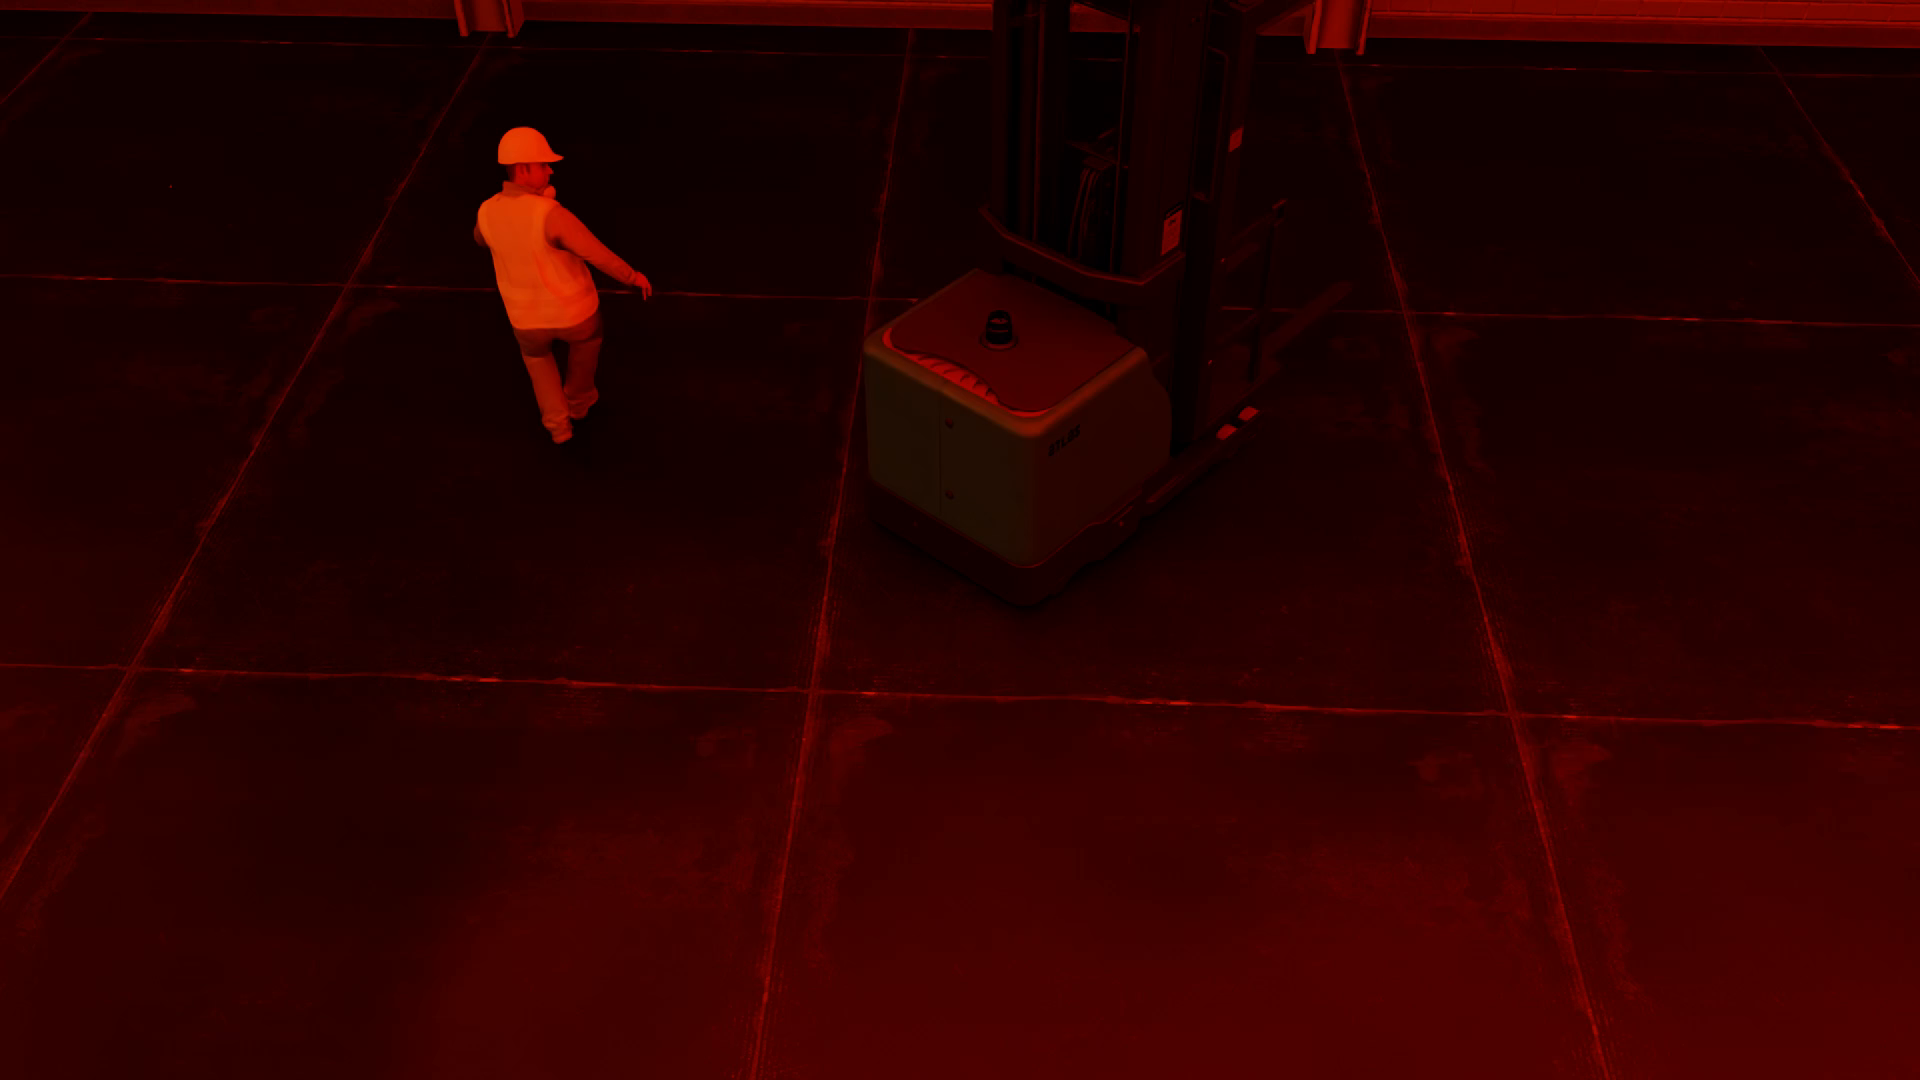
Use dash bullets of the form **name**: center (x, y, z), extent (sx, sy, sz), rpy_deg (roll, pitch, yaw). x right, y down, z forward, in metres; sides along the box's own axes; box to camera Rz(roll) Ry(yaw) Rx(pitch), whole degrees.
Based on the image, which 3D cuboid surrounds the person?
- **person**: center (-1.912, -1.253, 8.072), extent (0.849, 1.645, 0.805), rpy_deg (2, 42, 2)

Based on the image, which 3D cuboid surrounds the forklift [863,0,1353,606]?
- **forklift**: center (0.908, -1.701, 7.606), extent (1.130, 2.935, 3.031), rpy_deg (31, 51, 29)
